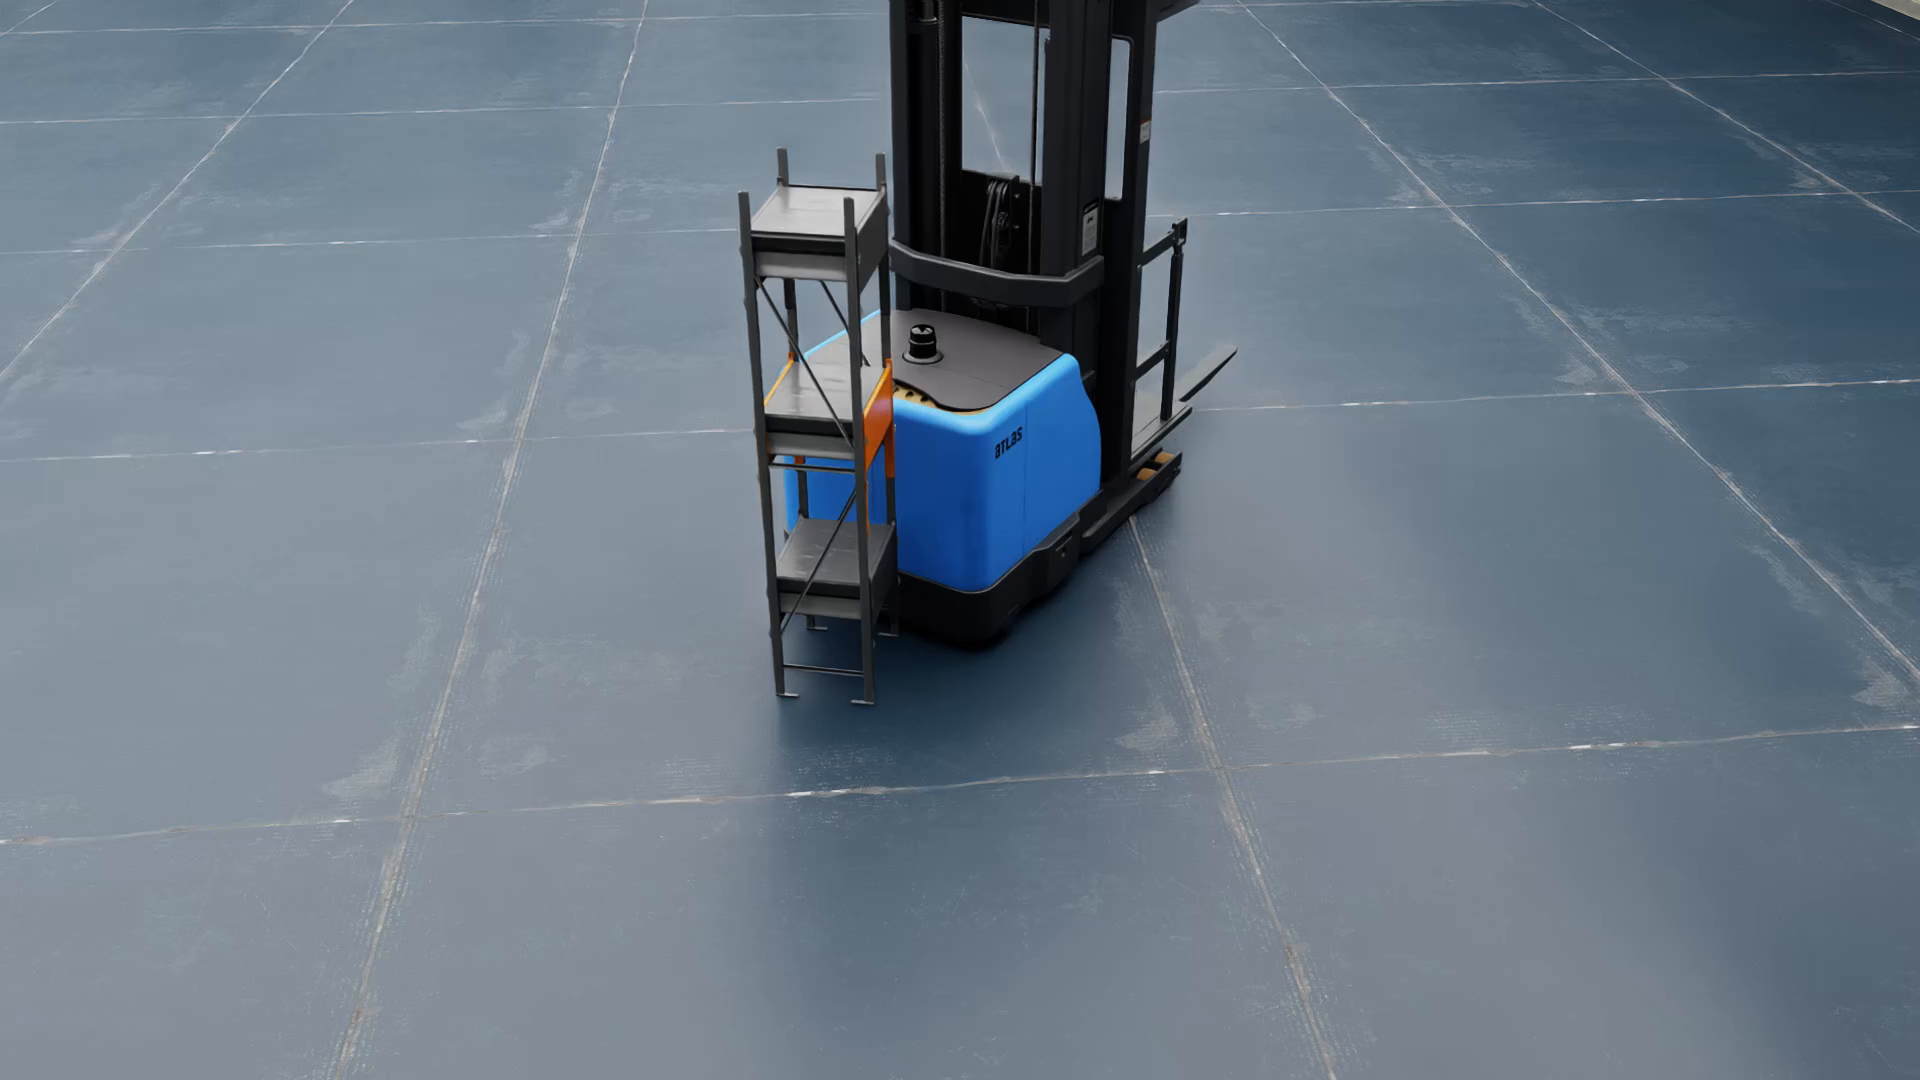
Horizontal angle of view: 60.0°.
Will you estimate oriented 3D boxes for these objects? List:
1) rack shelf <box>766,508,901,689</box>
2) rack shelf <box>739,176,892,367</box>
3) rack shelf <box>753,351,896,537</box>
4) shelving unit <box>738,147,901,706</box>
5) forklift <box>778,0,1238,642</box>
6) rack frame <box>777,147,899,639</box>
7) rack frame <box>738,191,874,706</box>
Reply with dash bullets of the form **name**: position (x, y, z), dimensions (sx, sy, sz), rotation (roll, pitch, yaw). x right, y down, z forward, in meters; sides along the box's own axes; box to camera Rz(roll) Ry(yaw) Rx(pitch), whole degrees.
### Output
- **rack shelf**: position (-0.501, 0.231, 6.705), dimensions (0.431, 0.518, 0.480), rotation (5, 31, 9)
- **rack shelf**: position (-0.508, -0.973, 5.989), dimensions (0.431, 0.518, 0.480), rotation (5, 31, 9)
- **rack shelf**: position (-0.504, -0.371, 6.347), dimensions (0.431, 0.518, 0.480), rotation (5, 31, 9)
- **shelving unit**: position (-0.504, -0.383, 6.340), dimensions (0.431, 2.100, 0.503), rotation (5, 31, 9)
- **forklift**: position (0.436, -1.555, 7.494), dimensions (1.130, 2.935, 3.031), rotation (18, 35, 27)
- **rack frame**: position (-0.461, -0.506, 6.546), dimensions (0.400, 2.100, 0.015), rotation (5, 31, 9)
- **rack frame**: position (-0.547, -0.260, 6.133), dimensions (0.400, 2.100, 0.015), rotation (5, 31, 9)
